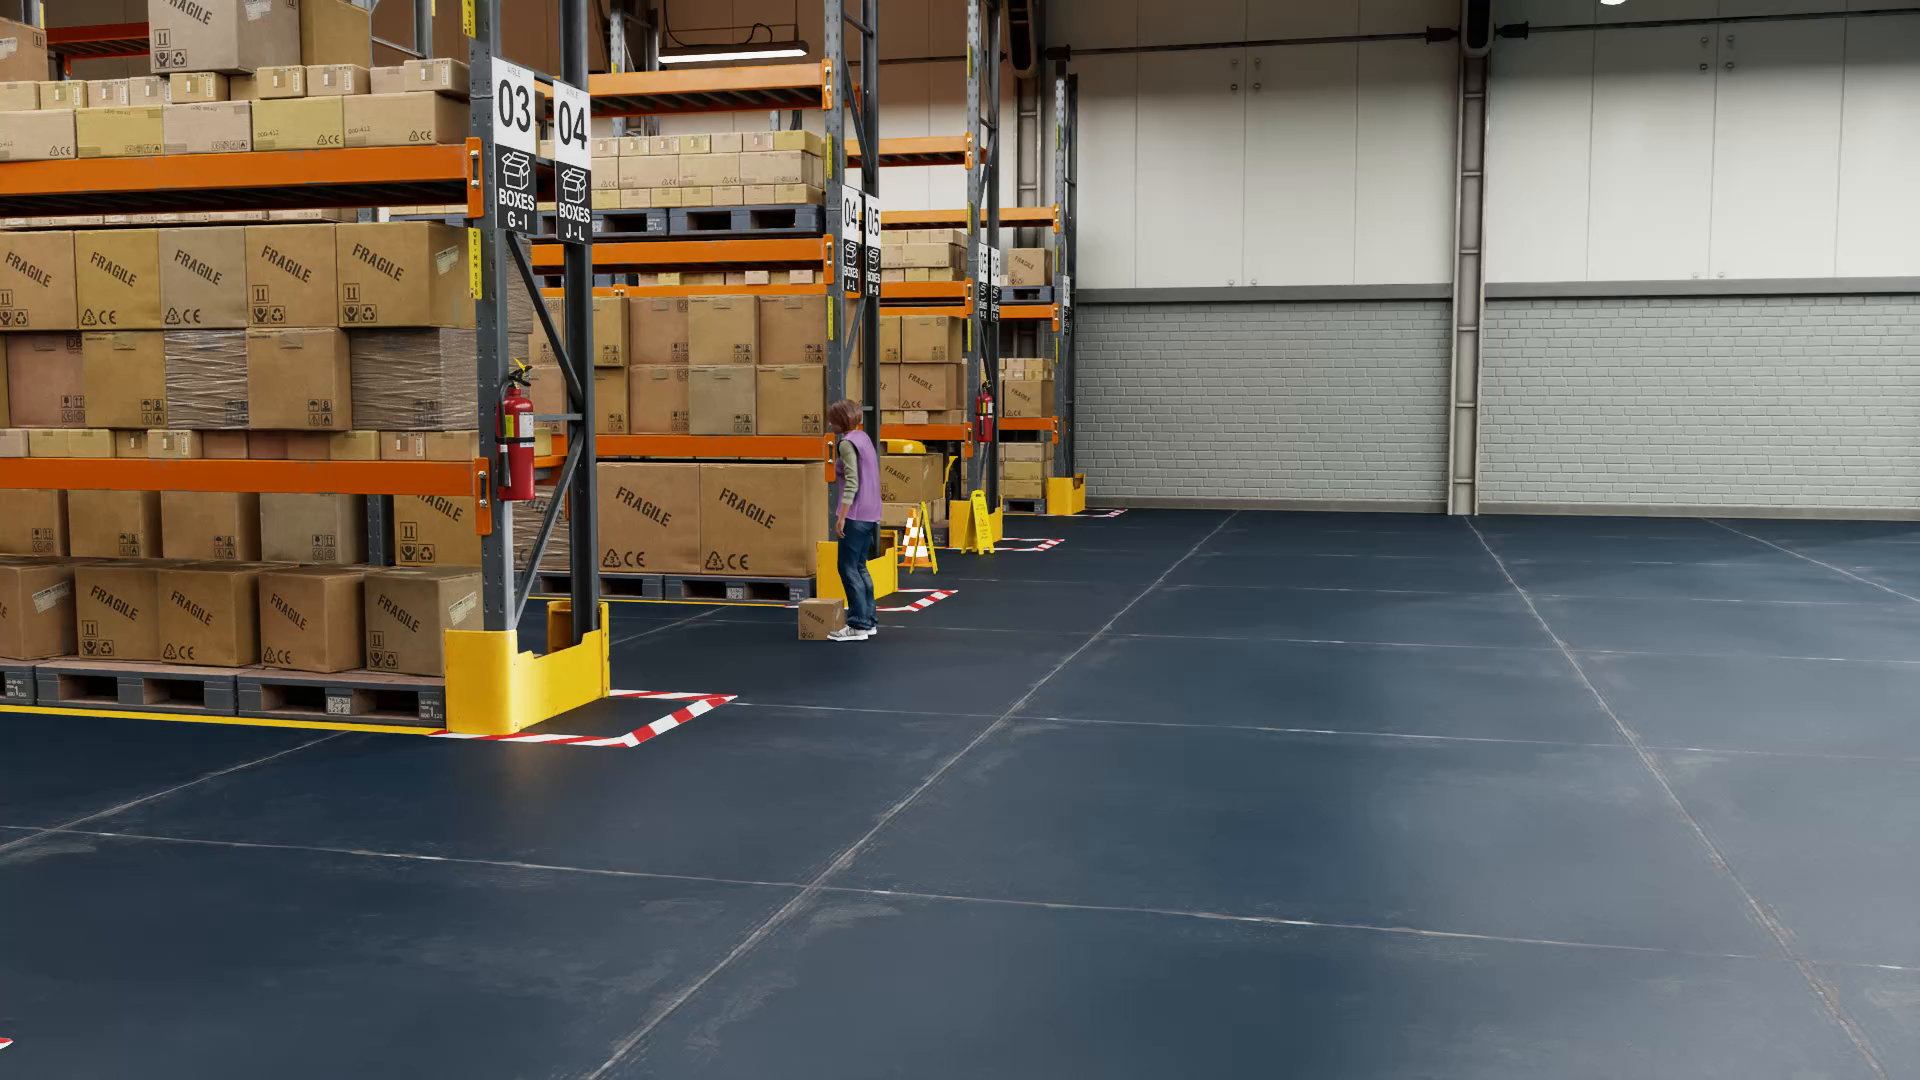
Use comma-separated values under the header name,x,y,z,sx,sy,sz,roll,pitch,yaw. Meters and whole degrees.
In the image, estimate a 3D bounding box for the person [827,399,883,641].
name,x,y,z,sx,sy,sz,roll,pitch,yaw
person,-0.695,-0.135,11.027,0.345,1.593,0.463,1,5,14
